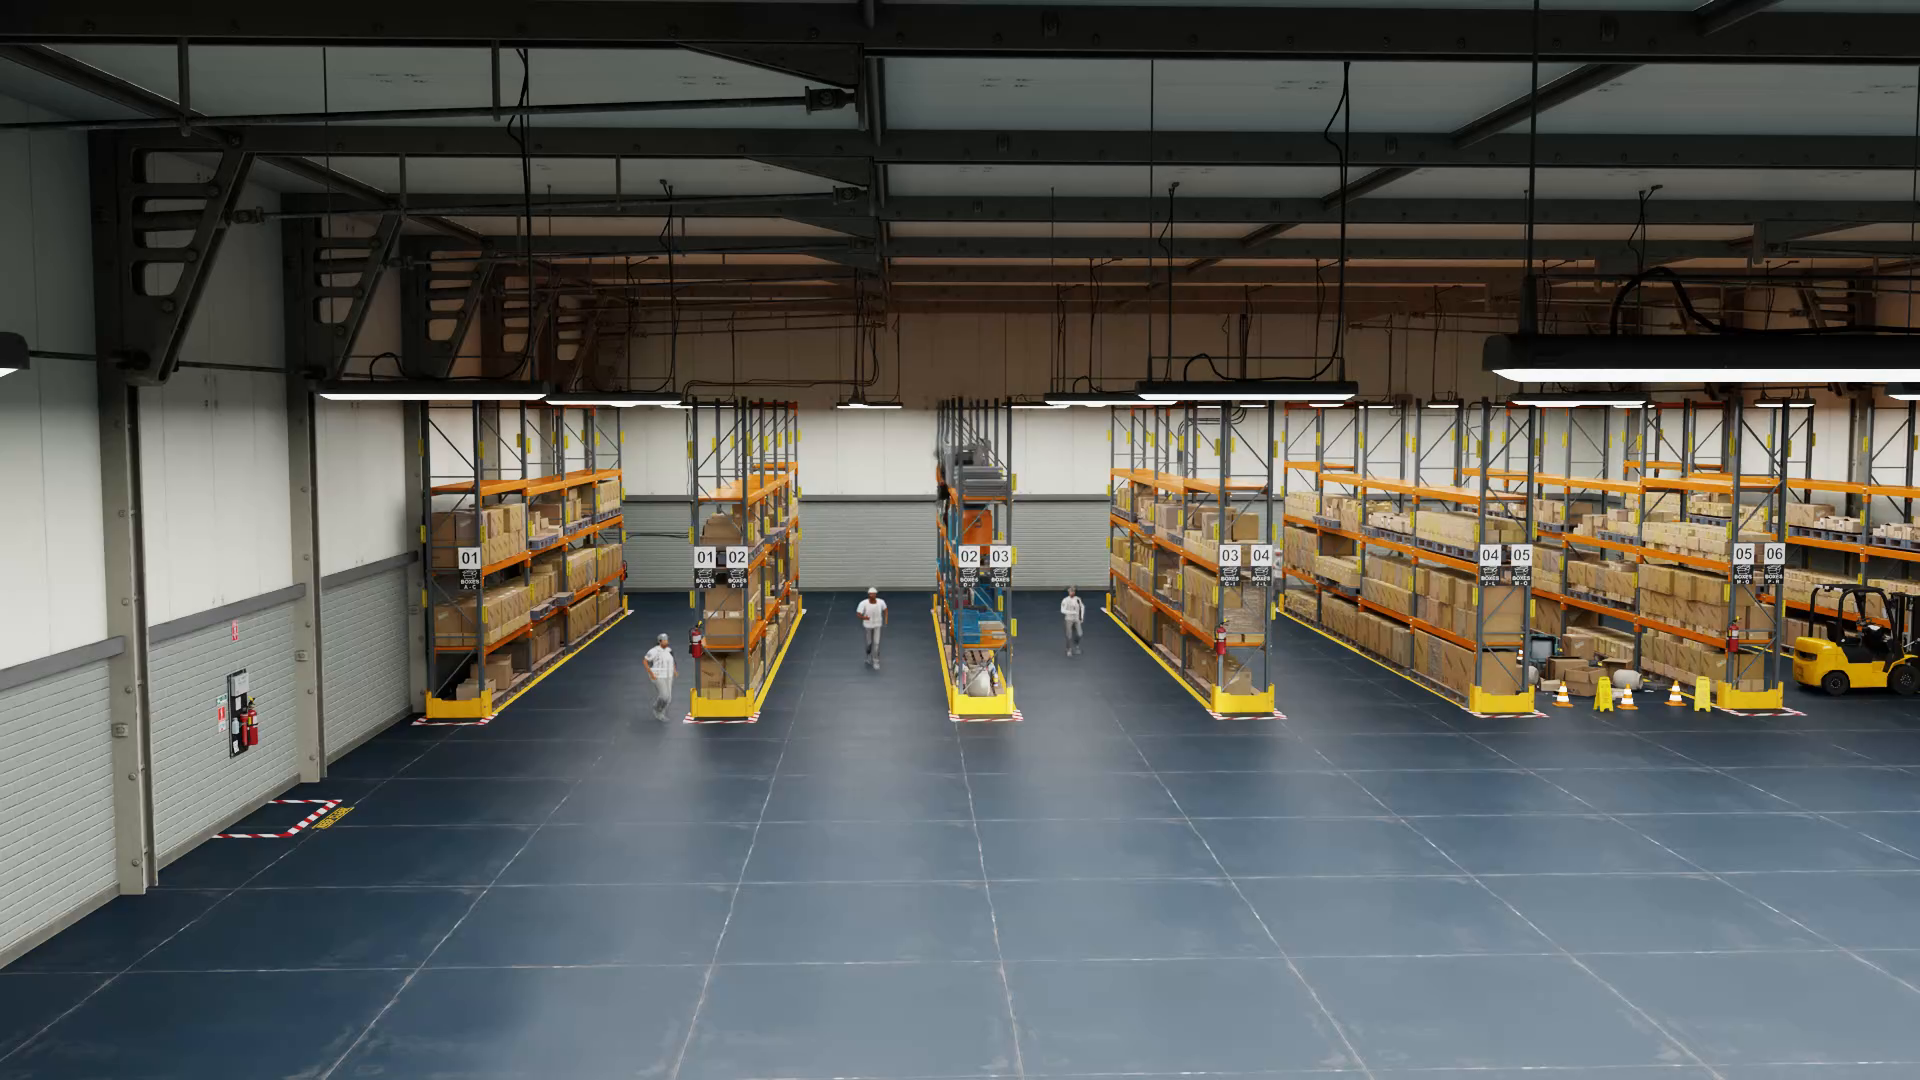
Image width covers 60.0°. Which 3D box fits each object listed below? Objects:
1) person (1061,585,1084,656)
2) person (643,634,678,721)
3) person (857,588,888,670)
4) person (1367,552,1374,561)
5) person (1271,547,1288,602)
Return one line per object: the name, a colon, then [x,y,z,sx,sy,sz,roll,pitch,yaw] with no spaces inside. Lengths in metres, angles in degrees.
person: [2.655,1.886,38.792,0.616,1.678,0.613,-1,4,-11]
person: [-5.465,2.552,30.687,0.500,1.618,0.616,4,6,42]
person: [-1.960,1.954,37.305,0.723,1.795,0.864,-1,4,-9]
person: [12.144,1.129,49.240,0.642,1.590,0.539,0,4,1]
person: [9.457,1.071,49.020,0.868,1.769,0.749,0,4,0]
